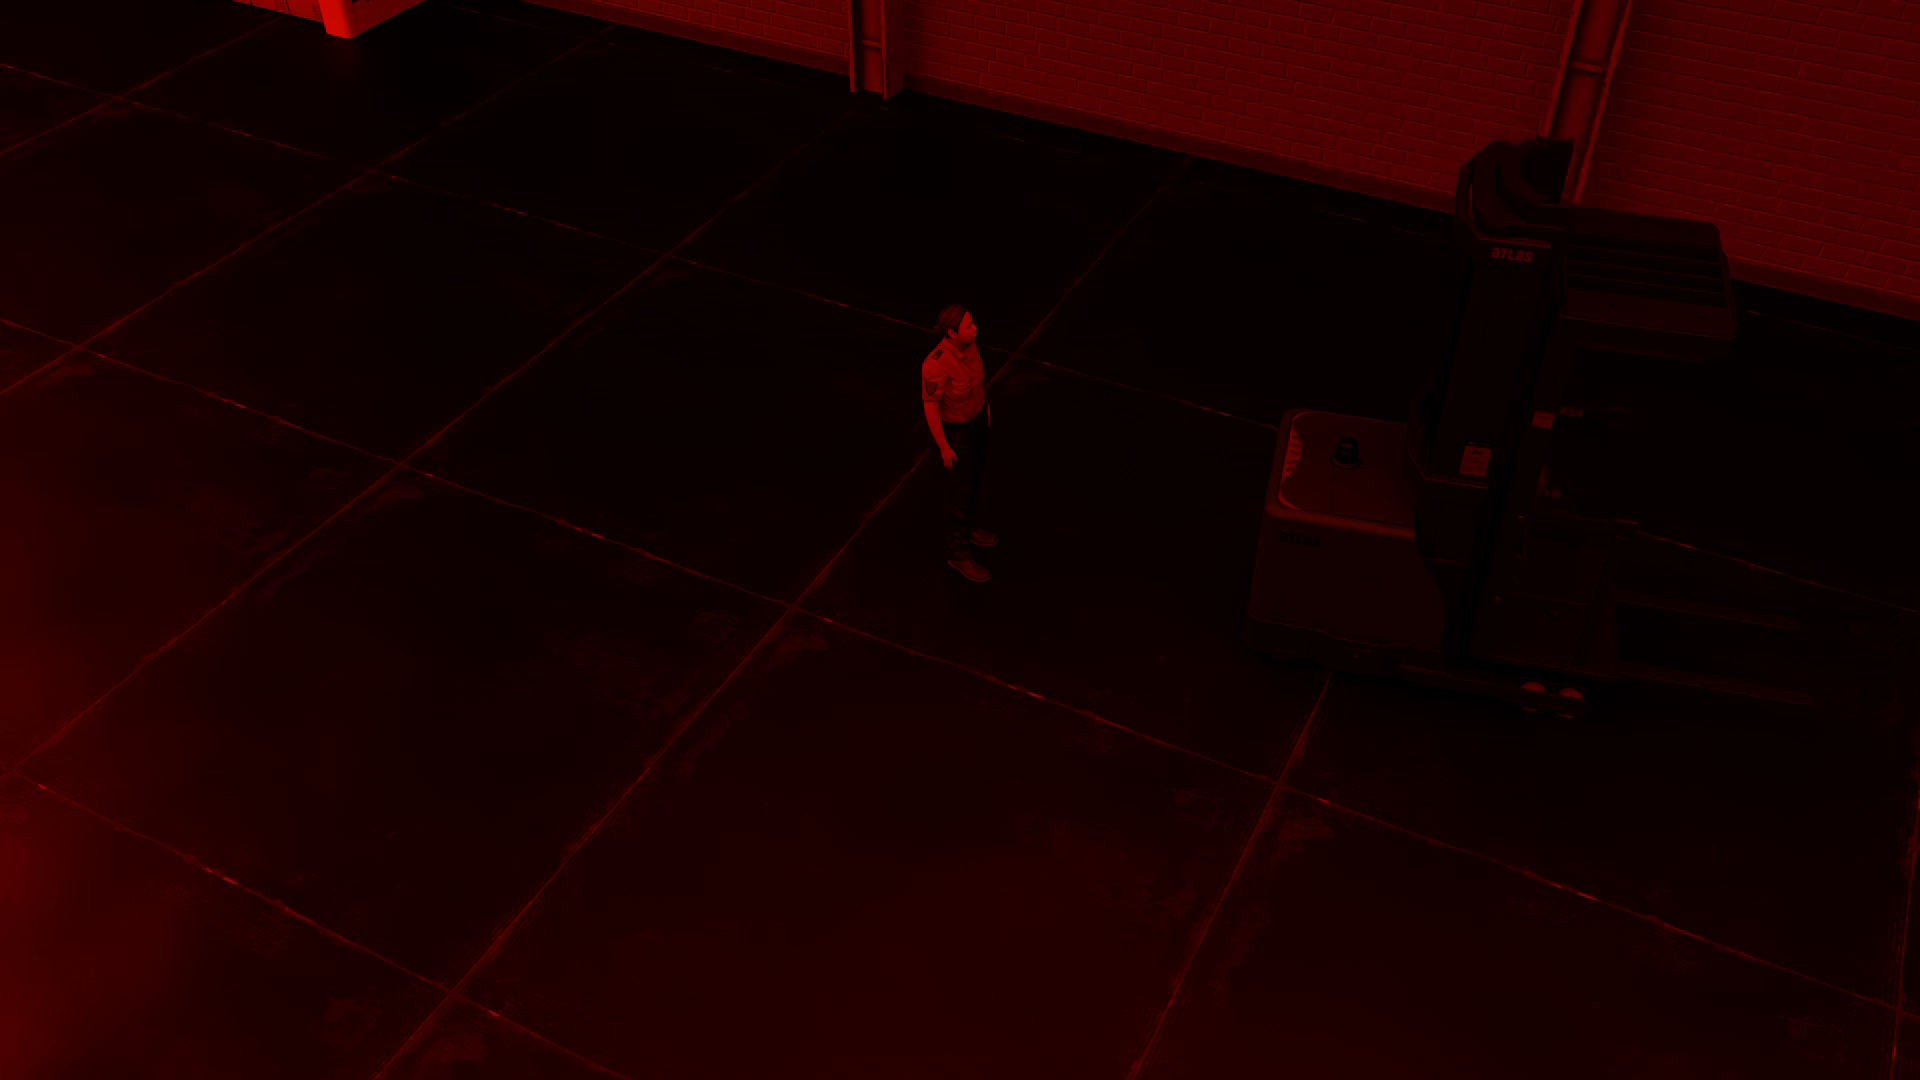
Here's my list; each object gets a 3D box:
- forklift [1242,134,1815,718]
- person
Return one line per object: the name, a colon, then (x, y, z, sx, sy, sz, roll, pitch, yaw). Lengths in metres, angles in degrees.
forklift: (3.182, -0.528, 8.613, 3.031, 2.935, 1.130, 10, 41, 11)
person: (0.069, -0.597, 9.679, 0.503, 1.651, 0.598, 18, 43, 21)
